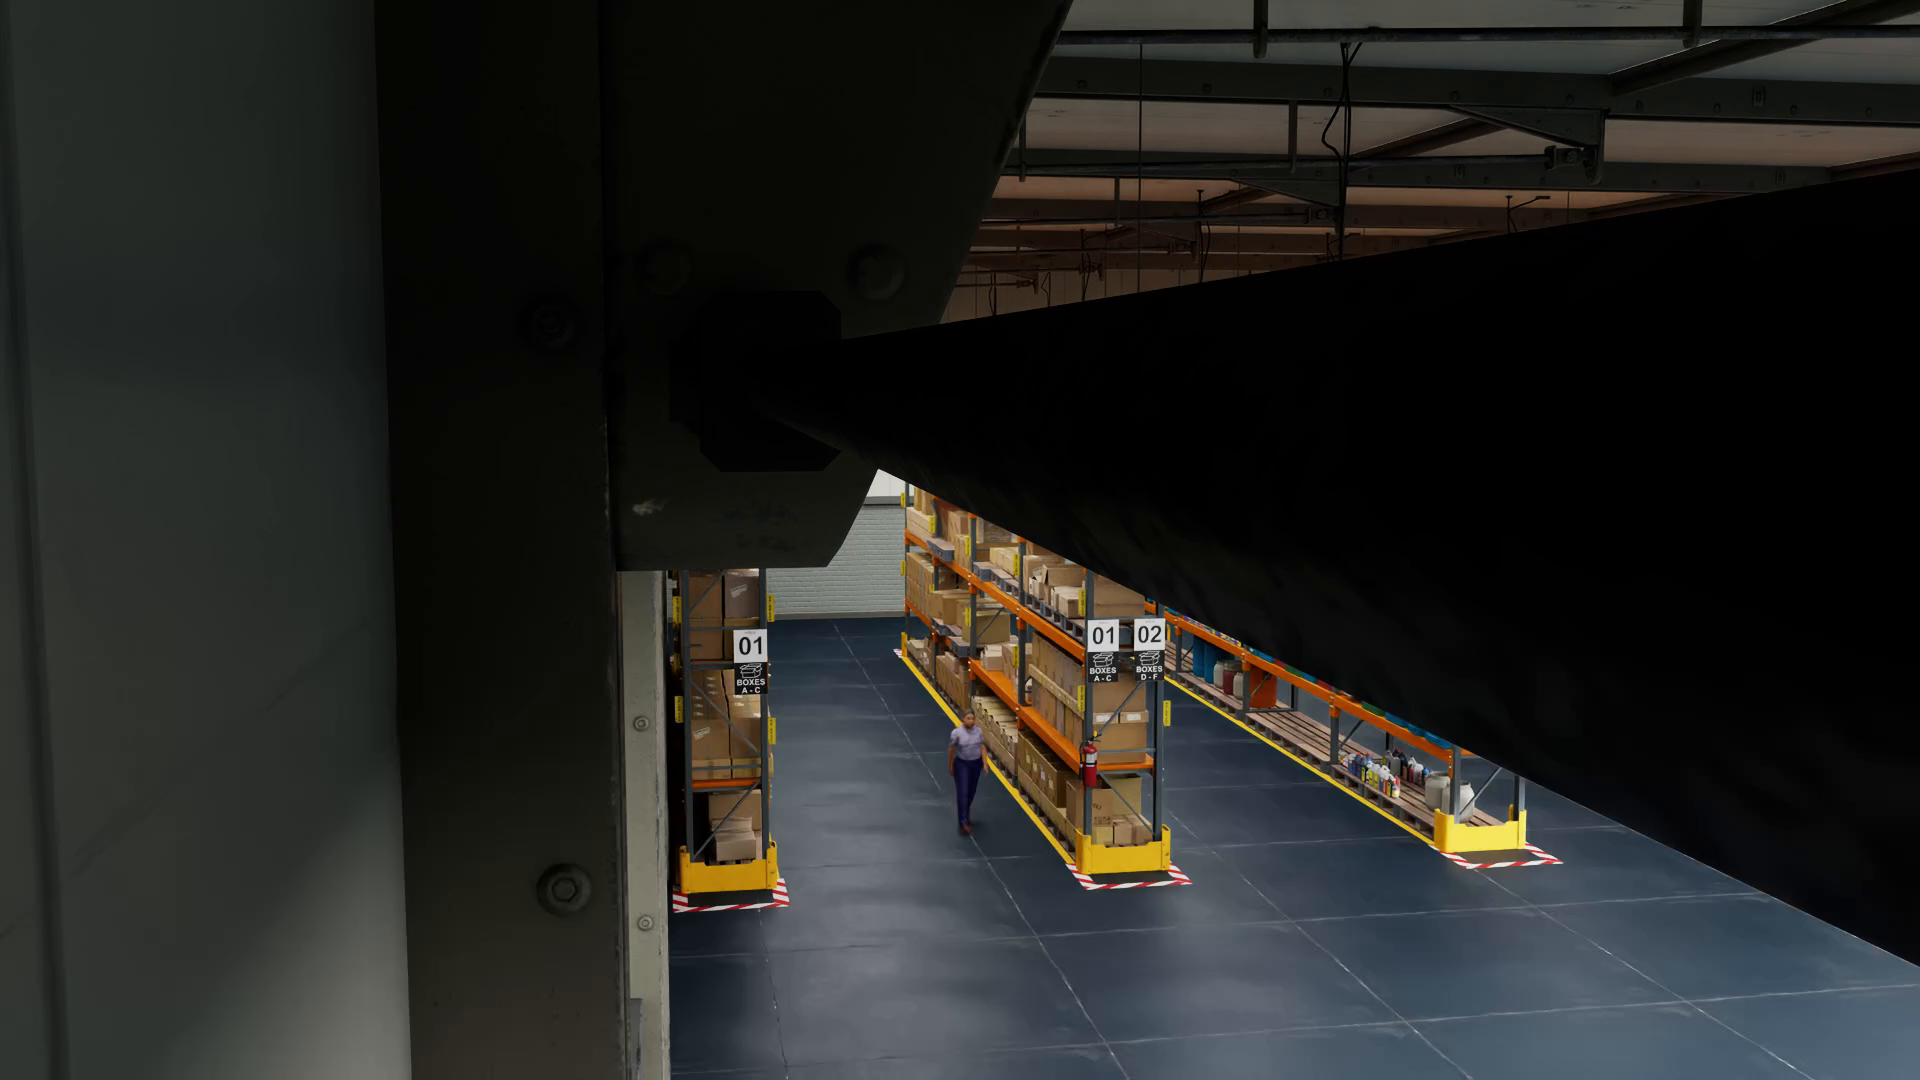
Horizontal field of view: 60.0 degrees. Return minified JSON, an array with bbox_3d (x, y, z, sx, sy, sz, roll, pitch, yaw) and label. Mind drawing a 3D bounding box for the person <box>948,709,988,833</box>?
[{"bbox_3d":[0.130,3.152,22.900,0.527,1.595,0.833,-3,7,-27],"label":"person"}]
